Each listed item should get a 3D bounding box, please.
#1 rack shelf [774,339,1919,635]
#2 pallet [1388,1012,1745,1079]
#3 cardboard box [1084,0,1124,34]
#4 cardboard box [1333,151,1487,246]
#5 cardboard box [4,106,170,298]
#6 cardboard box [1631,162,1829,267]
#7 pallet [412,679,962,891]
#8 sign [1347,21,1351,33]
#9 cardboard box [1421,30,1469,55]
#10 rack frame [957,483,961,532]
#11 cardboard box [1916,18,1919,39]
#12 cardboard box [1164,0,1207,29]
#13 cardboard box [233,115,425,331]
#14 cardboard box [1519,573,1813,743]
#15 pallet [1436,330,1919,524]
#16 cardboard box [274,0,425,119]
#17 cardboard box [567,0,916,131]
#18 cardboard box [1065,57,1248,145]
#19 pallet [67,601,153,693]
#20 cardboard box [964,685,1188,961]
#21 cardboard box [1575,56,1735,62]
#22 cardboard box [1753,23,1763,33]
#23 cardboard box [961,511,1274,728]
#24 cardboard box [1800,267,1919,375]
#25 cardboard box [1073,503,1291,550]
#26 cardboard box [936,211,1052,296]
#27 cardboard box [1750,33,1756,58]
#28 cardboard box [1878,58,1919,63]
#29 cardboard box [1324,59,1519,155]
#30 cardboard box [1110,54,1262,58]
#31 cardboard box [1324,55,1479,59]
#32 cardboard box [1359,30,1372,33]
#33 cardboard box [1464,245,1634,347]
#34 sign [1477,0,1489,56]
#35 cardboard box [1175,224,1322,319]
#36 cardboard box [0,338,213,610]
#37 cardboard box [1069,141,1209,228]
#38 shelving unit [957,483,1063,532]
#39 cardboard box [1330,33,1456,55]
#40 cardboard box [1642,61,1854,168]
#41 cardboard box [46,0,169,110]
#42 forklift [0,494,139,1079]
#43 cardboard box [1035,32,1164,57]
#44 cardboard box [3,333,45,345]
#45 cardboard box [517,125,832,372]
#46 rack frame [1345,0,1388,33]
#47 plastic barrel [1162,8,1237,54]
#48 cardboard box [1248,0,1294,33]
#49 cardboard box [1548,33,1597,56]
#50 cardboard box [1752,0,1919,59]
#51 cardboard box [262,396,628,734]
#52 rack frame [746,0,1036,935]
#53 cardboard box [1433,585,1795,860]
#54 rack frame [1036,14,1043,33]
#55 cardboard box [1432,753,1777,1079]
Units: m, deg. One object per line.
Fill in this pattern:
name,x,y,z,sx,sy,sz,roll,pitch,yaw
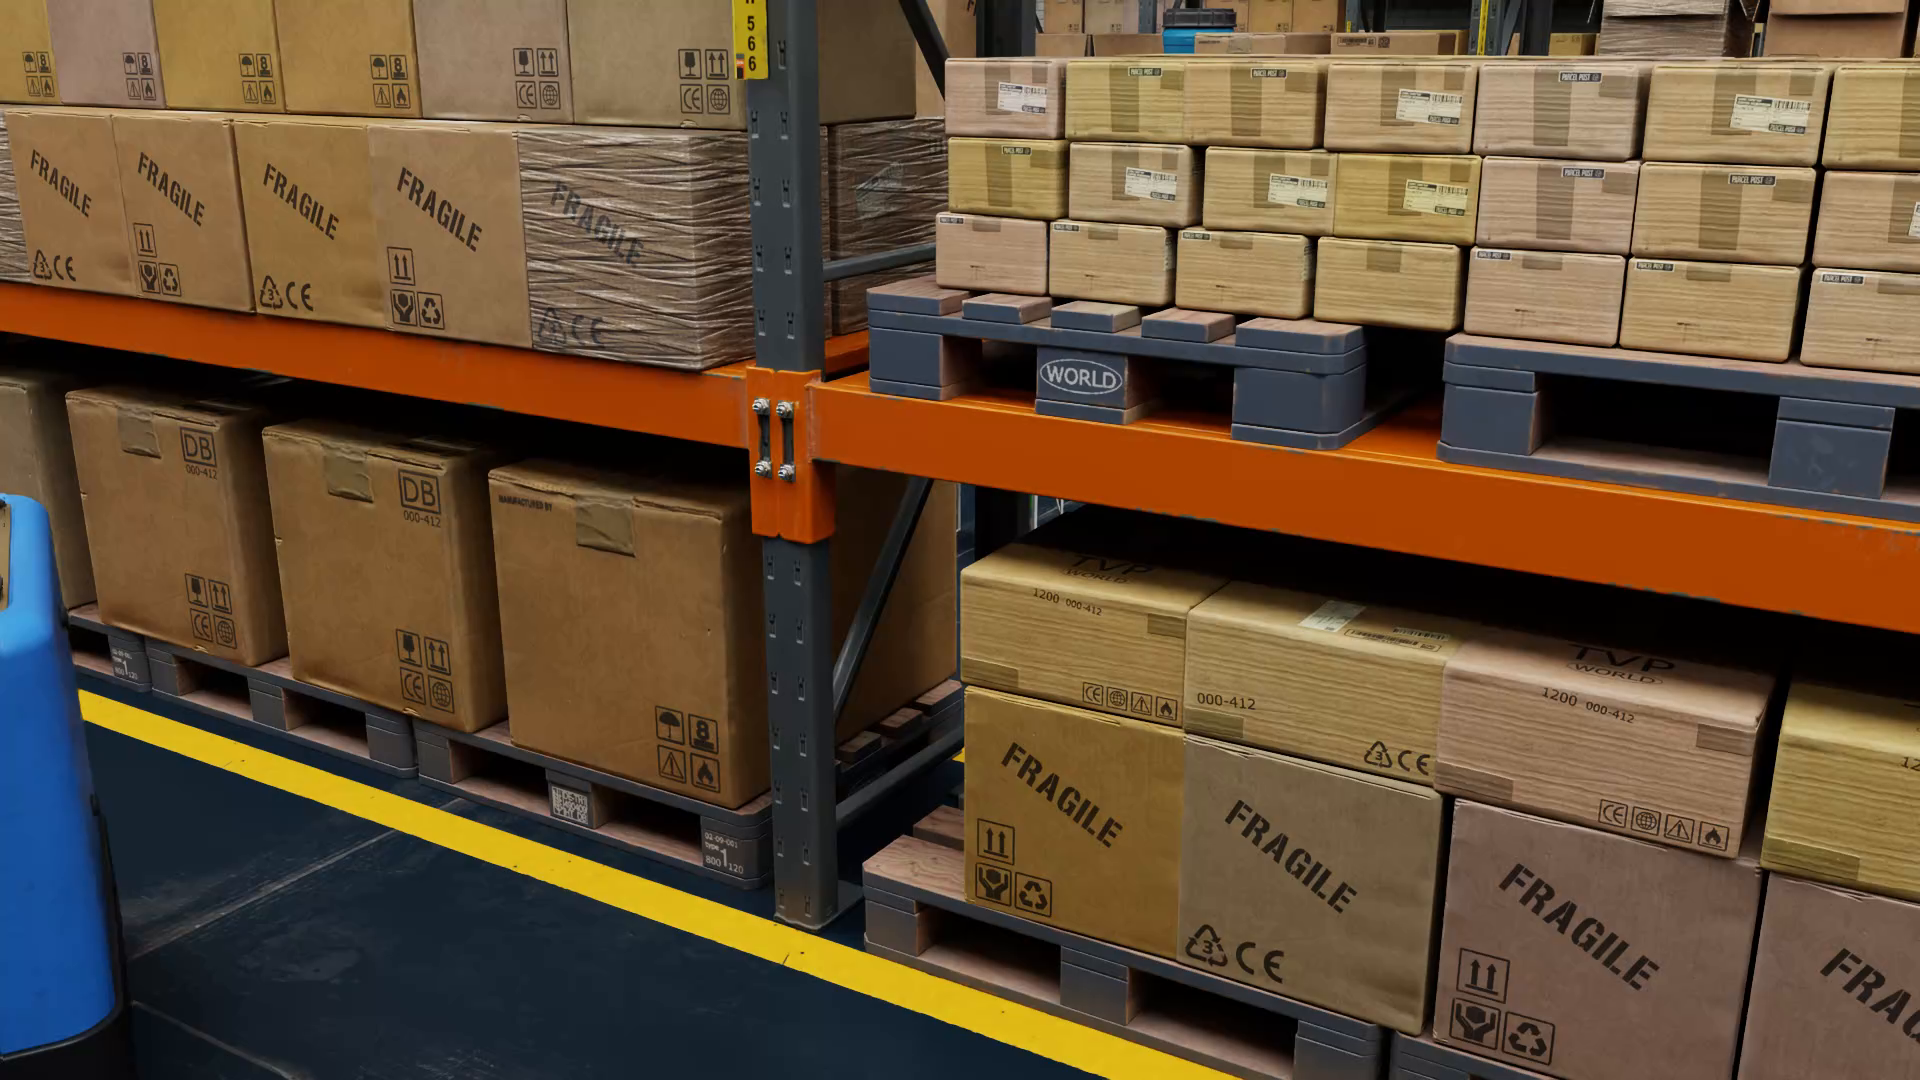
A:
rack shelf,1.581,-0.002,2.966,4.000,0.370,1.077,10,20,30
pallet,1.577,0.989,3.264,1.213,0.211,1.003,10,20,30
cardboard box,1.816,-6.041,19.205,0.500,0.500,0.700,10,19,29
cardboard box,0.860,-0.632,2.998,0.250,0.149,0.380,10,20,30
cardboard box,-2.369,-1.007,4.864,0.500,0.500,0.500,10,20,30
cardboard box,1.281,-0.555,2.745,0.250,0.149,0.380,10,20,30
pallet,-0.756,0.545,4.724,1.213,0.211,1.003,10,20,30
sign,4.048,-5.240,17.344,0.005,0.325,0.100,10,20,30
cardboard box,6.362,-6.445,21.870,0.500,0.500,0.500,10,20,30
rack frame,-0.067,-0.586,6.746,0.015,1.200,0.240,10,20,30
cardboard box,11.046,-5.888,19.096,0.500,0.250,0.500,10,19,29
cardboard box,2.673,-5.889,18.702,0.500,0.500,0.700,10,20,30
cardboard box,-1.498,-0.853,4.356,0.500,0.500,0.500,10,19,29
cardboard box,1.457,0.180,3.416,0.500,0.250,0.500,11,20,31
pallet,1.585,-0.268,2.933,1.213,0.211,1.003,10,20,30
cardboard box,-1.371,-1.402,4.443,0.500,0.500,0.700,10,19,29
cardboard box,-0.501,-1.248,3.936,0.500,0.500,0.700,10,20,30
cardboard box,0.399,-0.858,3.230,0.250,0.149,0.380,10,19,29
pallet,-2.835,0.174,5.946,1.213,0.211,1.003,10,20,30
cardboard box,0.346,0.515,3.603,0.500,0.500,0.500,9,19,28
cardboard box,1.402,-0.899,3.365,0.250,0.149,0.380,10,20,30
cardboard box,9.744,-6.203,20.097,0.250,0.149,0.380,7,18,21
cardboard box,0.337,0.150,3.513,0.500,0.250,0.500,9,19,28
cardboard box,1.504,-0.372,2.656,0.250,0.149,0.380,9,19,28
cardboard box,0.596,0.025,3.927,0.500,0.250,0.500,10,19,29
cardboard box,0.152,-0.613,3.450,0.250,0.149,0.380,10,19,29
cardboard box,9.439,-5.950,20.379,0.500,0.500,0.700,8,19,25
cardboard box,1.856,-0.818,3.100,0.250,0.149,0.380,11,20,32
cardboard box,0.831,-0.779,2.970,0.250,0.149,0.380,9,19,28
cardboard box,0.534,-1.055,3.880,0.250,0.149,0.380,9,19,28
cardboard box,0.970,-0.977,3.621,0.250,0.149,0.380,11,20,32
cardboard box,5.510,-6.598,22.376,0.500,0.500,0.500,9,19,28
cardboard box,1.070,-0.451,2.915,0.250,0.149,0.380,11,20,32
sign,2.282,-2.244,7.252,0.005,0.325,0.100,10,20,30
cardboard box,0.611,-0.532,3.180,0.250,0.149,0.380,11,20,33
cardboard box,-2.956,-0.312,5.894,0.750,0.750,1.050,10,20,30
cardboard box,0.416,-0.710,3.255,0.250,0.149,0.380,11,20,33
shelving unit,0.141,-0.549,6.624,0.503,1.200,0.258,10,20,30
cardboard box,2.077,-2.185,8.018,0.500,0.500,0.500,8,18,23
cardboard box,1.290,-0.698,2.705,0.250,0.149,0.380,11,20,32
cardboard box,-2.236,-1.557,4.953,0.500,0.500,0.700,10,20,31
forklift,-3.062,-0.162,2.371,3.031,2.935,1.130,-9,19,-27
cardboard box,0.675,-2.482,8.990,0.637,0.503,0.797,13,21,36
cardboard box,-4.031,-0.556,6.485,0.875,0.875,0.875,10,20,31
cardboard box,-0.648,-0.701,3.855,0.500,0.500,0.500,10,20,30
rack frame,4.337,-4.925,17.934,0.127,3.000,1.000,10,20,30
plastic barrel,1.913,-3.805,13.384,0.708,0.901,0.600,10,20,30
cardboard box,3.525,-5.736,18.200,0.500,0.500,0.700,10,20,30
cardboard box,7.815,-6.238,21.328,0.500,0.500,0.700,13,21,36
cardboard box,3.727,-2.177,6.988,0.637,0.503,0.797,11,20,31
cardboard box,-1.342,-0.022,4.942,0.750,0.750,1.050,10,20,31
rack frame,-0.123,-0.651,3.863,0.127,3.000,1.000,10,20,30
cardboard box,1.185,0.306,3.001,0.500,0.250,0.500,10,20,30
rack frame,0.929,-5.534,19.937,0.127,3.000,1.000,10,20,30
cardboard box,1.216,0.668,3.101,0.500,0.500,0.500,10,19,29
